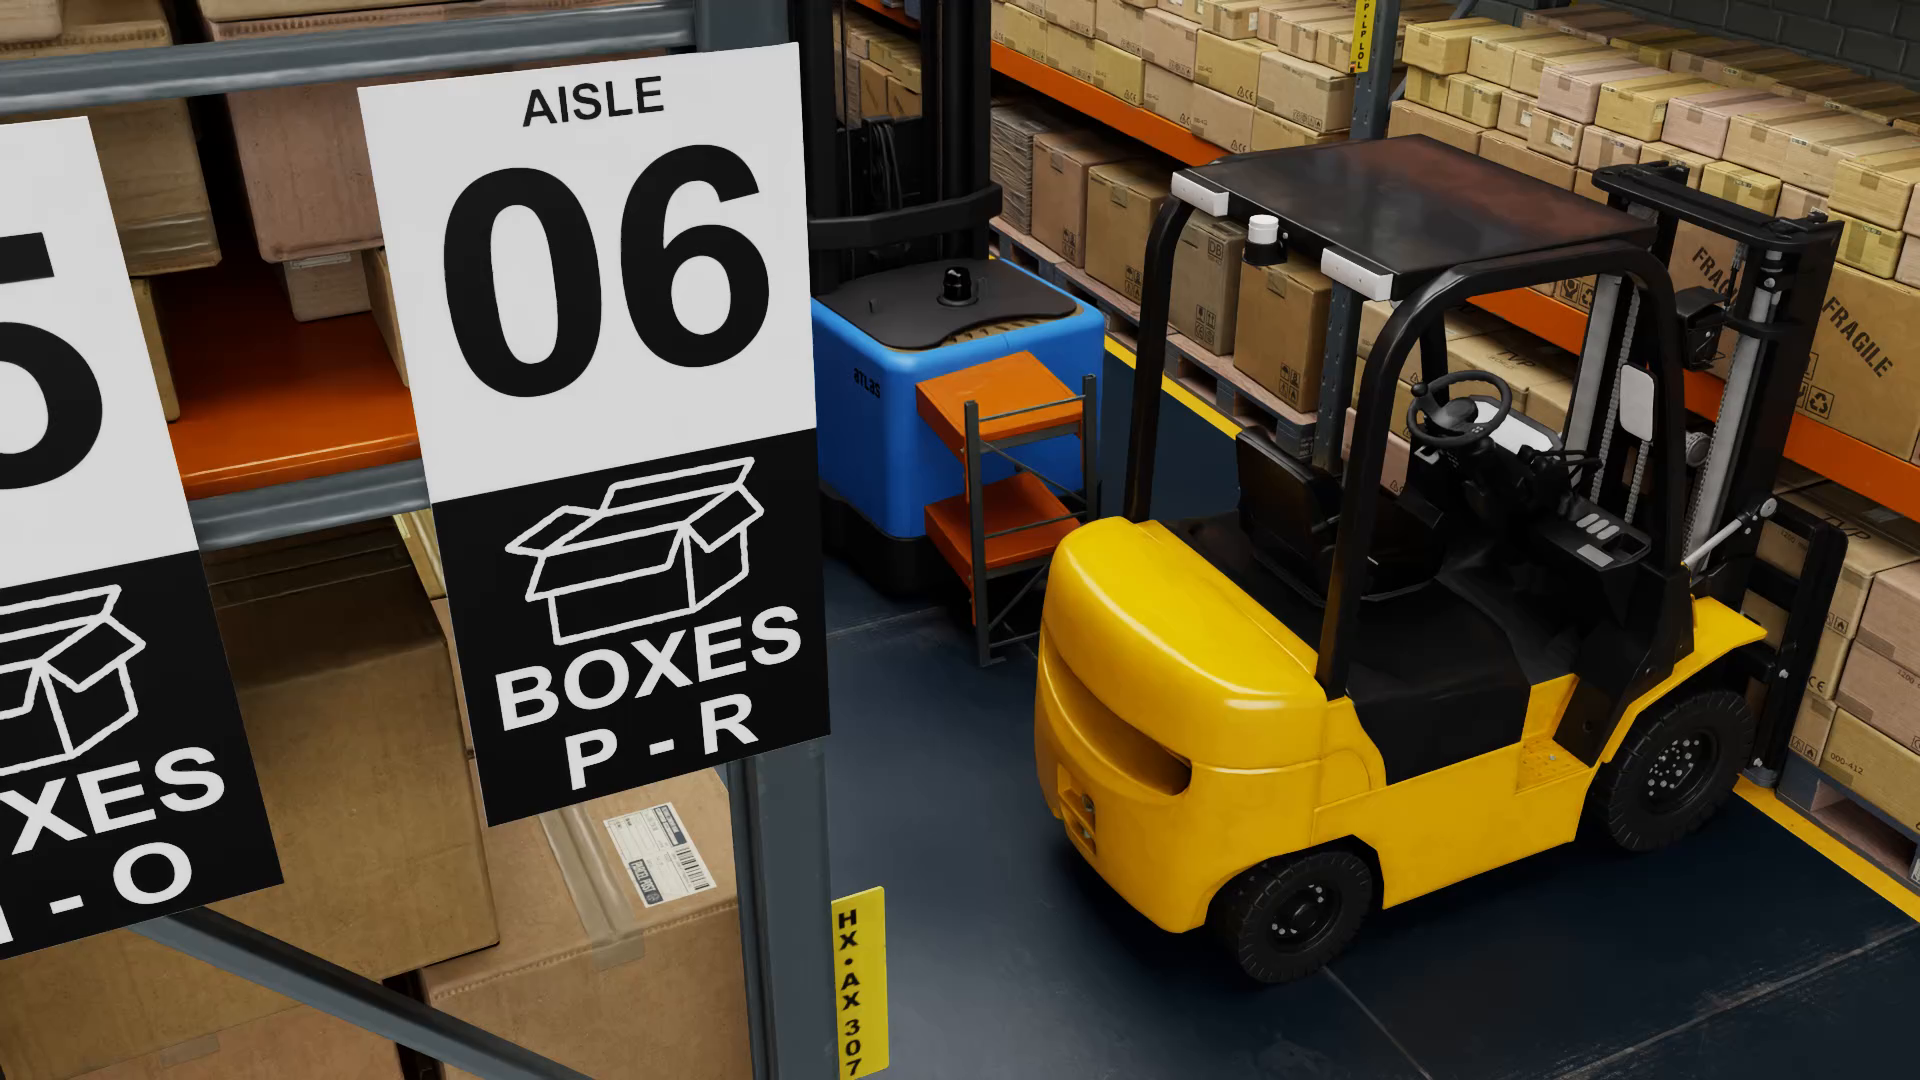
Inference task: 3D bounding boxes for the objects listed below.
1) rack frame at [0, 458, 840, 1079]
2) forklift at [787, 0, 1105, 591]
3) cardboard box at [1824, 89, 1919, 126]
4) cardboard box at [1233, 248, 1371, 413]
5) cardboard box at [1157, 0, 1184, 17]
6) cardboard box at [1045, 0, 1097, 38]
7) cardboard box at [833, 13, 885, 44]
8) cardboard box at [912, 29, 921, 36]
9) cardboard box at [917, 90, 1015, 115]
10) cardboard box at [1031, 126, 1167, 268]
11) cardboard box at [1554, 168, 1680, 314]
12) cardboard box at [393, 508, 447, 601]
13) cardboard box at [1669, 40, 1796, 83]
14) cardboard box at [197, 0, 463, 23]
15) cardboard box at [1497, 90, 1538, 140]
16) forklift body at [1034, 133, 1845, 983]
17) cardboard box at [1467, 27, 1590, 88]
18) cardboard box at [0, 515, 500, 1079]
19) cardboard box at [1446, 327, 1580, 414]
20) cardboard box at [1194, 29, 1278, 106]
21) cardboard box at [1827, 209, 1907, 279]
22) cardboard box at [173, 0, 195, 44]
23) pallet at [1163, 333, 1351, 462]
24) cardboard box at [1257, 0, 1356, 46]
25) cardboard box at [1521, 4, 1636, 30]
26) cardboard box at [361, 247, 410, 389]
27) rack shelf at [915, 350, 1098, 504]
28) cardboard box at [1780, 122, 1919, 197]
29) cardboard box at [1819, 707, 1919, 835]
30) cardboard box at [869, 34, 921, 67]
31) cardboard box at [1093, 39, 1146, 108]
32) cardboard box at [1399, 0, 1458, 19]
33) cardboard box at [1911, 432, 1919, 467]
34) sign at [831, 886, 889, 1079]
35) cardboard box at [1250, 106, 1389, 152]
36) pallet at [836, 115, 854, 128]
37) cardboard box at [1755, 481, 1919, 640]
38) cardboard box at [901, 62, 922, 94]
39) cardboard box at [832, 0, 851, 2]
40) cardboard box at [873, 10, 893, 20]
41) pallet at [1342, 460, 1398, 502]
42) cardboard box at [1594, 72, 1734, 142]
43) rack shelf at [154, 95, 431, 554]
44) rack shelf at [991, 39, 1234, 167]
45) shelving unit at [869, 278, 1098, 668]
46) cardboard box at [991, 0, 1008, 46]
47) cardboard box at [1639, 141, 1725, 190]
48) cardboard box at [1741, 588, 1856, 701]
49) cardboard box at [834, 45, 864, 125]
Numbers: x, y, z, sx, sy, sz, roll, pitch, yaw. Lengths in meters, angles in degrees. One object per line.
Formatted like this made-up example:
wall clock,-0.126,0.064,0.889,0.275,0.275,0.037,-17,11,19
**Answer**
rack frame,-0.635,1.094,2.232,1.000,3.000,0.127,-13,32,-22
forklift,-0.590,-1.753,7.380,1.130,2.935,3.031,-17,33,-27
cardboard box,3.140,-1.404,5.618,0.380,0.149,0.250,-12,31,-21
cardboard box,1.895,-1.092,8.129,0.875,0.625,0.625,-12,31,-20
cardboard box,1.207,-2.706,8.243,0.380,0.149,0.250,-13,32,-22
cardboard box,0.804,-2.932,9.055,0.500,0.250,0.500,-14,32,-23
cardboard box,-0.774,-3.848,12.509,0.380,0.149,0.250,-12,31,-20
cardboard box,-0.134,-3.715,12.271,0.380,0.149,0.250,-13,32,-22
cardboard box,0.036,-2.718,11.156,0.500,0.500,0.500,-12,31,-21
cardboard box,0.955,-2.065,9.865,0.875,0.625,0.625,-12,31,-20
cardboard box,2.541,-1.059,5.970,0.500,0.500,0.500,-13,32,-22
cardboard box,-1.033,0.201,3.419,0.500,0.500,0.500,-14,32,-23
cardboard box,2.899,-1.764,6.260,0.380,0.149,0.250,-14,32,-23
cardboard box,-0.603,-0.652,1.721,0.380,0.149,0.250,-13,32,-22
cardboard box,2.278,-1.624,6.313,0.380,0.149,0.250,-13,32,-22
forklift body,1.385,-0.034,5.111,2.313,2.155,1.214,-13,32,-22
cardboard box,2.208,-1.877,6.460,0.380,0.149,0.250,-13,32,-21
cardboard box,-1.051,0.305,2.210,0.700,0.500,0.500,-14,32,-23
cardboard box,2.264,-0.629,6.664,0.500,0.250,0.500,-13,32,-22
cardboard box,1.460,-2.258,7.852,0.500,0.250,0.500,-14,32,-23
cardboard box,2.872,-0.932,5.080,0.380,0.149,0.250,-13,32,-22
cardboard box,-1.062,-1.004,2.756,0.500,0.250,0.500,-12,31,-21
pallet,1.778,-0.817,8.492,1.003,0.211,1.213,-13,32,-22
cardboard box,1.597,-2.377,7.656,0.380,0.149,0.250,-13,32,-22
cardboard box,2.539,-2.095,6.850,0.380,0.149,0.250,-13,32,-22
cardboard box,-0.484,-0.319,1.942,0.380,0.149,0.250,-13,32,-22
rack shelf,0.075,-0.539,6.428,0.538,0.278,1.000,-14,33,-17
cardboard box,2.839,-1.196,5.247,0.380,0.149,0.250,-13,32,-21
cardboard box,3.154,0.704,5.310,0.500,0.250,0.500,-13,32,-22
cardboard box,-0.427,-3.500,11.888,0.380,0.149,0.250,-14,32,-23
cardboard box,1.042,-2.492,8.780,0.500,0.250,0.500,-12,31,-20
cardboard box,2.104,-2.373,7.649,0.380,0.149,0.250,-14,32,-24
cardboard box,3.184,-0.387,4.770,0.500,0.500,0.500,-12,31,-20
sign,-0.145,0.603,2.223,0.100,0.325,0.005,-13,32,-22
cardboard box,1.677,-1.819,7.580,0.500,0.250,0.500,-12,32,-21
pallet,-0.394,-3.143,12.639,1.003,0.211,1.213,-13,32,-22
cardboard box,2.917,0.047,5.458,0.500,0.250,0.500,-13,32,-21
cardboard box,-0.174,-3.138,11.243,0.380,0.149,0.250,-15,33,-25
cardboard box,-1.082,-4.195,13.127,0.380,0.149,0.250,-15,33,-25
cardboard box,-0.453,-4.063,12.892,0.380,0.149,0.250,-12,32,-21
pallet,2.433,-0.140,7.284,1.003,0.211,1.213,-13,32,-22
cardboard box,2.463,-1.518,5.821,0.380,0.149,0.250,-14,32,-23
rack shelf,-1.494,-0.784,3.249,1.077,0.370,4.000,-13,32,-22
rack shelf,1.271,-2.286,8.996,1.077,0.370,4.000,-13,32,-22
shelving unit,0.089,-0.288,6.579,0.538,1.125,1.048,-14,33,-17
cardboard box,0.382,-3.171,9.991,0.500,0.250,0.500,-13,32,-22
cardboard box,2.552,-1.275,5.692,0.380,0.149,0.250,-14,32,-24
cardboard box,2.909,0.252,5.605,0.500,0.250,0.500,-14,32,-23
cardboard box,-0.636,-3.397,12.368,0.500,0.500,0.500,-14,32,-24
